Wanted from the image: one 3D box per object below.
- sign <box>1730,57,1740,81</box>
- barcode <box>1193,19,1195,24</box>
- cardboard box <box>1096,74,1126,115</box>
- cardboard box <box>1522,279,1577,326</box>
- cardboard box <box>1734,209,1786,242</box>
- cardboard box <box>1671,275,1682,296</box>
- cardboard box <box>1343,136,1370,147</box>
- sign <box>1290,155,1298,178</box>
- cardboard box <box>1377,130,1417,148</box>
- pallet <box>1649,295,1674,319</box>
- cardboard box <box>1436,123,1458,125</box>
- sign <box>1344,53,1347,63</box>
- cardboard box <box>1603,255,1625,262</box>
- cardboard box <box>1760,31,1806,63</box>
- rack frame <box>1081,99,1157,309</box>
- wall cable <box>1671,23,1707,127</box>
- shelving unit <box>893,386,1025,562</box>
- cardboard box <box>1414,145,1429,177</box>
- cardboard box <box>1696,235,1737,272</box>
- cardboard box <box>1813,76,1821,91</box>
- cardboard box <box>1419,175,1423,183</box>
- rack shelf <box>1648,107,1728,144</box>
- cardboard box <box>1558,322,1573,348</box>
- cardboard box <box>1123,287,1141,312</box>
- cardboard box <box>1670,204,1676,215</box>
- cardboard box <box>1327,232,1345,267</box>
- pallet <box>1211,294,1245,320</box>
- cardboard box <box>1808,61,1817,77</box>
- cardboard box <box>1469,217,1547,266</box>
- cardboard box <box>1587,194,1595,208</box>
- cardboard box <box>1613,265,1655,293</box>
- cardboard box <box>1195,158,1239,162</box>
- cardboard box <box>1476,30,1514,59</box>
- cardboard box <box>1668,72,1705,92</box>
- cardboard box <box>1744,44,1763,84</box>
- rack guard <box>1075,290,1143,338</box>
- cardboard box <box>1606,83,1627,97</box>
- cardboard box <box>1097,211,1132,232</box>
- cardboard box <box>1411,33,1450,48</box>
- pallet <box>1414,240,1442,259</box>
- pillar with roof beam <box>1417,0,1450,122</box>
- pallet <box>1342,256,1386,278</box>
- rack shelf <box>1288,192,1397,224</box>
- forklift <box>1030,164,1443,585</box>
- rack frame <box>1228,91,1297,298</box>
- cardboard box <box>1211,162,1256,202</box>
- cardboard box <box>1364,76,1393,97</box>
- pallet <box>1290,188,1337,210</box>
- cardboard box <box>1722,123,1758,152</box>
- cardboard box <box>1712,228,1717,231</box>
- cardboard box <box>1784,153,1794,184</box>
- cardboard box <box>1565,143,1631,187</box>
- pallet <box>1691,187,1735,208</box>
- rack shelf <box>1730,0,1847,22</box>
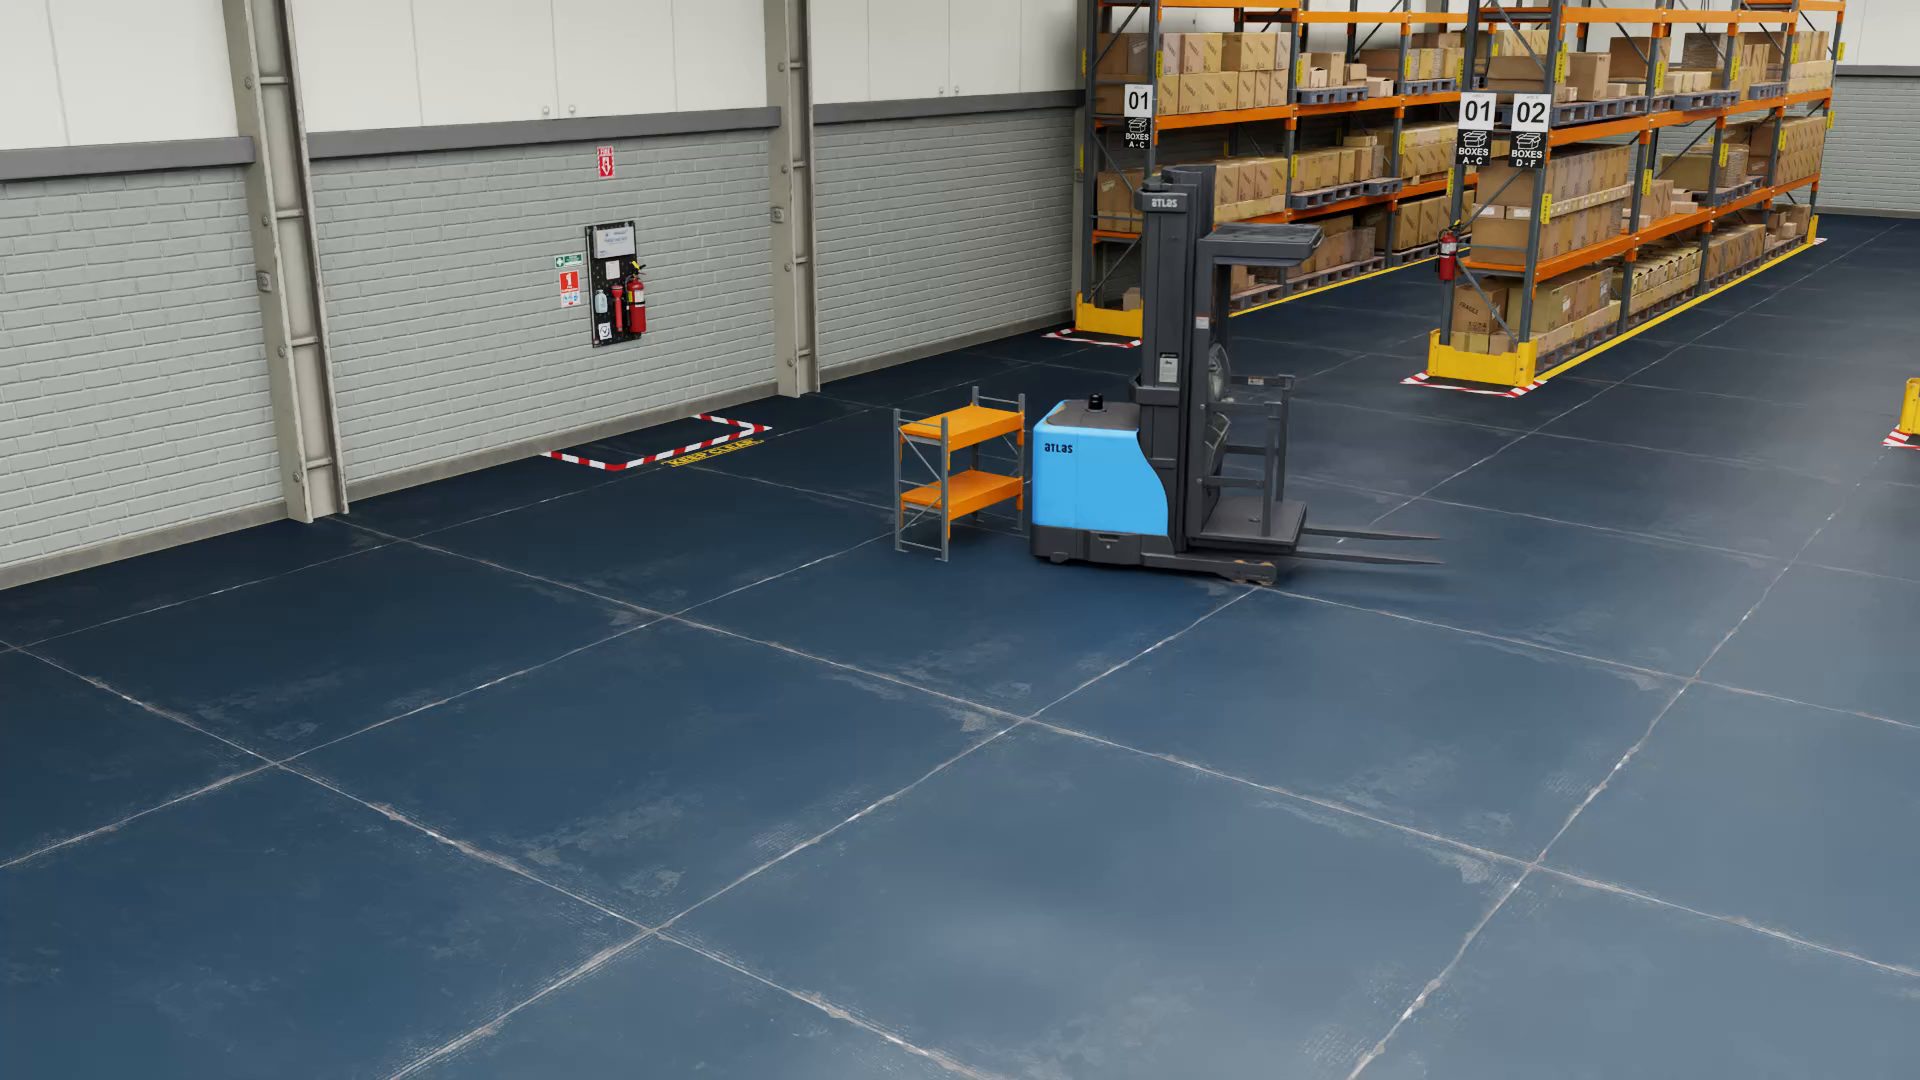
[{"bbox_3d":[11.240,-6.831,24.118,0.100,0.325,0.005,12,21,35],"label":"sign"},{"bbox_3d":[3.262,-7.220,23.174,0.001,0.075,0.075,12,21,35],"label":"barcode"},{"bbox_3d":[2.097,-5.816,21.655,0.500,0.500,0.500,14,22,39],"label":"cardboard box"},{"bbox_3d":[7.114,-2.883,20.132,0.500,0.500,0.500,12,21,35],"label":"cardboard box"},{"bbox_3d":[14.298,-5.632,29.791,0.797,0.503,0.637,12,21,35],"label":"cardboard box"},{"bbox_3d":[10.075,-3.690,23.996,0.500,0.250,0.500,13,21,36],"label":"cardboard box"},{"bbox_3d":[6.457,-6.489,27.077,0.380,0.149,0.250,9,19,26],"label":"cardboard box"},{"bbox_3d":[4.875,-5.454,24.291,0.100,0.325,0.005,12,21,35],"label":"sign"},{"bbox_3d":[7.313,-6.715,27.840,0.500,0.250,0.500,13,22,36],"label":"cardboard box"},{"bbox_3d":[9.550,-3.403,23.846,1.003,0.211,1.213,12,21,35],"label":"pallet"},{"bbox_3d":[8.817,-7.321,29.794,0.500,0.250,0.500,13,21,36],"label":"cardboard box"},{"bbox_3d":[6.378,-7.905,27.579,0.100,0.325,0.005,12,21,35],"label":"sign"},{"bbox_3d":[9.333,-3.925,23.809,0.500,0.311,0.500,12,21,34],"label":"cardboard box"},{"bbox_3d":[13.853,-8.340,28.131,0.700,0.500,0.500,12,21,35],"label":"cardboard box"},{"bbox_3d":[2.052,-4.182,21.654,1.000,3.000,0.127,12,21,35],"label":"rack frame"},{"bbox_3d":[15.242,-10.659,37.631,3.097,2.526,0.112,12,21,35],"label":"wall cable"},{"bbox_3d":[0.004,-0.539,13.082,0.538,1.125,1.048,12,21,35],"label":"shelving unit"},{"bbox_3d":[7.633,-6.481,28.351,0.500,0.500,0.500,13,22,36],"label":"cardboard box"},{"bbox_3d":[11.910,-4.532,26.252,0.500,0.500,0.500,12,21,34],"label":"cardboard box"},{"bbox_3d":[14.877,-8.072,29.375,0.500,0.250,0.500,12,21,35],"label":"cardboard box"},{"bbox_3d":[7.783,-6.267,28.756,0.380,0.149,0.250,13,21,36],"label":"cardboard box"},{"bbox_3d":[9.607,-5.826,23.102,1.077,0.370,4.000,12,21,35],"label":"rack shelf"},{"bbox_3d":[7.124,-2.522,20.237,0.500,0.250,0.500,12,21,35],"label":"cardboard box"},{"bbox_3d":[2.536,-3.257,22.467,0.500,0.311,0.500,10,20,29],"label":"cardboard box"},{"bbox_3d":[10.084,-4.780,24.001,0.380,0.149,0.250,14,22,39],"label":"cardboard box"},{"bbox_3d":[5.758,-4.698,26.787,0.700,0.500,0.500,12,21,34],"label":"cardboard box"},{"bbox_3d":[3.337,-3.345,23.660,1.003,0.211,1.213,12,21,35],"label":"pallet"},{"bbox_3d":[14.573,-8.193,28.922,0.500,0.250,0.500,12,21,35],"label":"cardboard box"},{"bbox_3d":[6.321,-3.465,19.174,0.700,0.500,0.500,12,21,35],"label":"cardboard box"},{"bbox_3d":[7.512,-4.150,20.286,0.380,0.149,0.250,13,22,36],"label":"cardboard box"},{"bbox_3d":[9.164,-3.589,22.724,0.500,0.311,0.500,12,21,34],"label":"cardboard box"},{"bbox_3d":[3.676,-5.234,23.994,0.500,0.500,0.500,12,21,34],"label":"cardboard box"},{"bbox_3d":[9.852,-9.128,30.634,0.500,0.500,0.500,12,21,34],"label":"cardboard box"},{"bbox_3d":[10.276,-6.529,23.697,0.500,0.250,0.500,13,22,36],"label":"cardboard box"},{"bbox_3d":[12.443,-7.624,26.635,0.600,0.600,0.600,12,21,34],"label":"cardboard box"},{"bbox_3d":[2.097,-3.007,22.083,1.175,0.500,0.348,12,21,35],"label":"rack guard"},{"bbox_3d":[7.916,-5.505,20.335,0.380,0.149,0.250,12,21,35],"label":"cardboard box"},{"bbox_3d":[2.175,-4.266,22.142,0.500,0.250,0.500,13,21,35],"label":"cardboard box"},{"bbox_3d":[8.255,-8.768,29.189,0.500,0.250,0.500,12,21,33],"label":"cardboard box"},{"bbox_3d":[8.076,-5.220,29.697,1.003,0.211,1.213,12,21,35],"label":"pallet"},{"bbox_3d":[12.382,-9.464,28.547,9.100,9.000,0.400,12,21,35],"label":"pillar with roof beam"},{"bbox_3d":[6.352,-4.570,27.605,1.003,0.211,1.213,12,21,35],"label":"pallet"},{"bbox_3d":[5.627,-5.268,26.362,1.077,0.370,4.000,12,21,35],"label":"rack shelf"},{"bbox_3d":[2.108,-1.244,12.307,3.031,2.935,1.130,5,18,15],"label":"forklift"},{"bbox_3d":[4.435,-5.135,24.722,1.000,3.000,0.127,12,21,35],"label":"rack frame"},{"bbox_3d":[3.800,-5.026,23.325,0.500,0.500,0.500,12,21,33],"label":"cardboard box"},{"bbox_3d":[6.606,-7.268,26.649,0.500,0.311,0.500,12,21,35],"label":"cardboard box"},{"bbox_3d":[5.007,-5.200,25.254,1.003,0.211,1.213,12,21,35],"label":"pallet"},{"bbox_3d":[13.276,-6.857,28.414,0.500,0.500,0.500,13,21,35],"label":"cardboard box"},{"bbox_3d":[12.086,-4.863,27.320,0.500,0.500,0.500,13,21,35],"label":"cardboard box"},{"bbox_3d":[14.007,-6.410,28.657,0.500,0.500,0.500,13,21,36],"label":"cardboard box"},{"bbox_3d":[8.156,-4.821,21.355,0.700,0.500,0.500,13,21,35],"label":"cardboard box"},{"bbox_3d":[11.146,-5.296,25.562,1.213,0.211,1.003,12,21,35],"label":"pallet"},{"bbox_3d":[14.374,-9.162,28.793,1.077,0.370,4.000,12,21,35],"label":"rack shelf"}]
